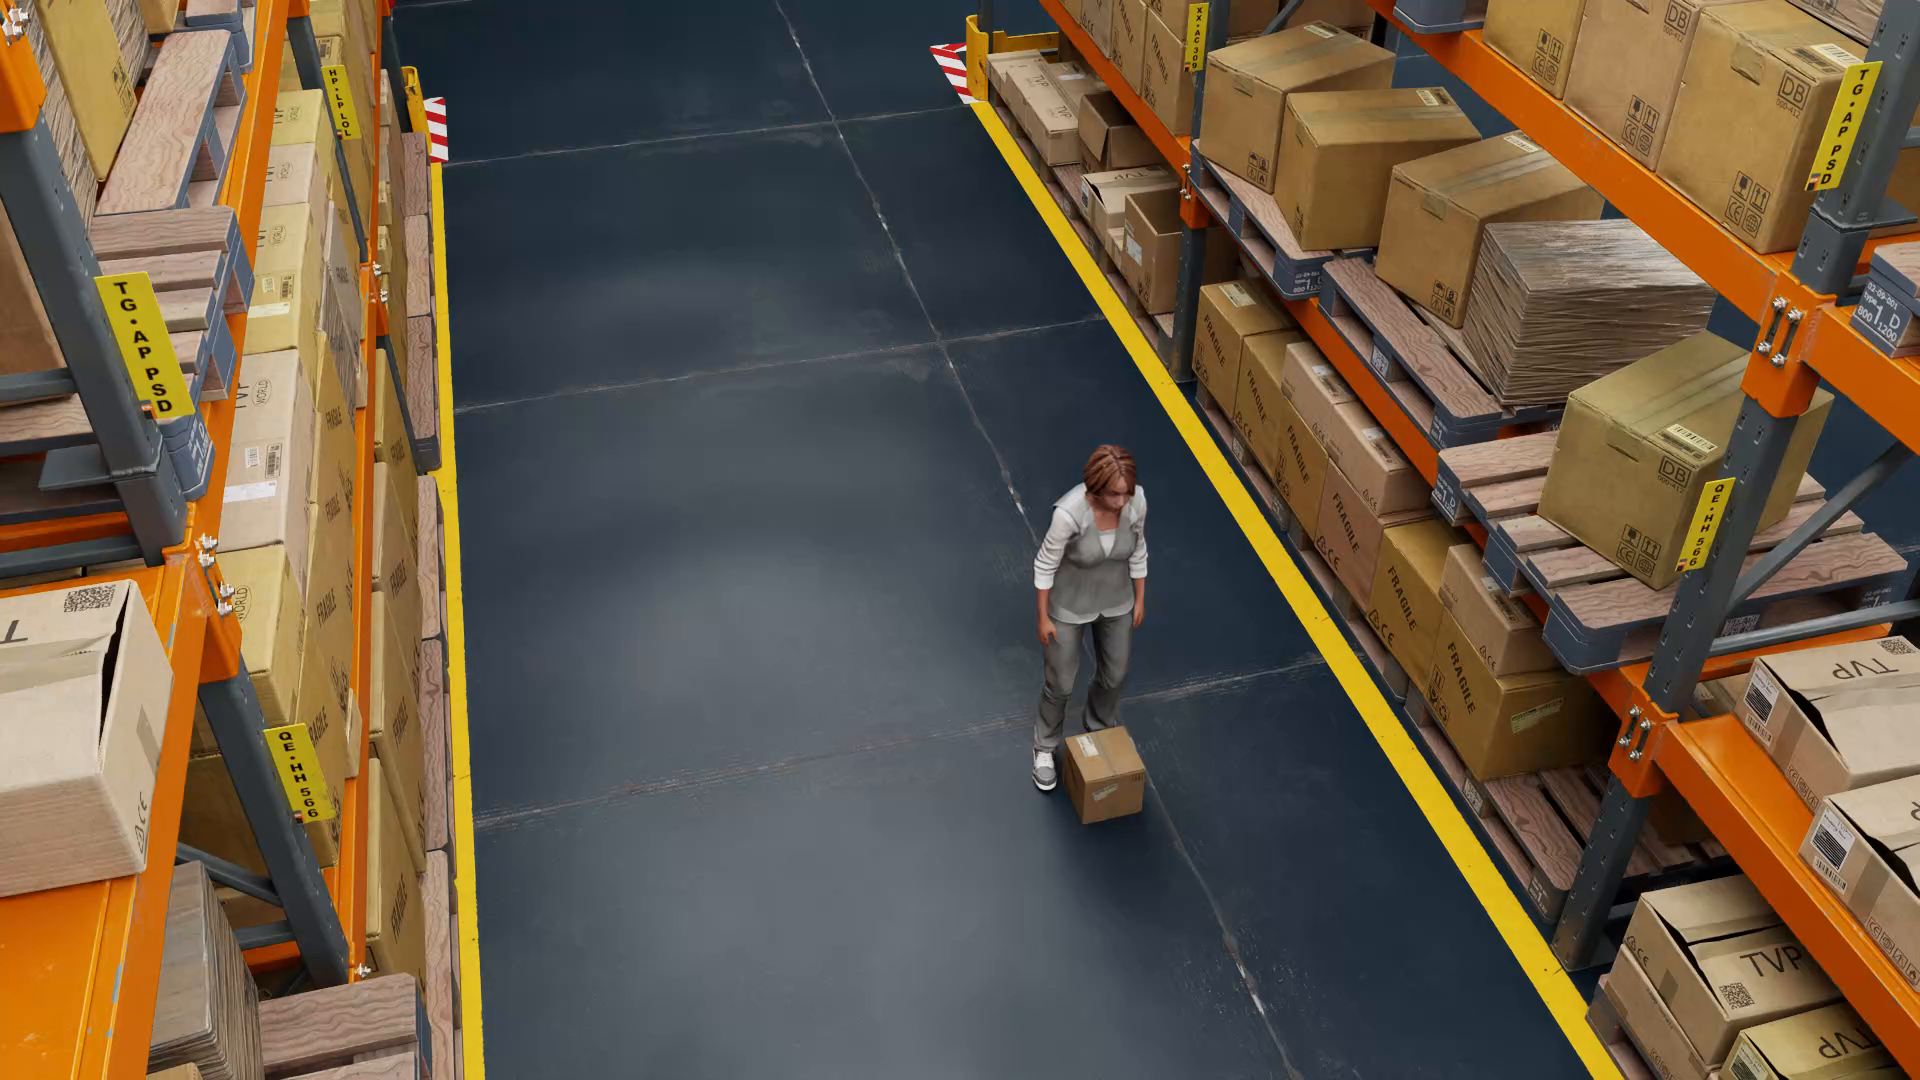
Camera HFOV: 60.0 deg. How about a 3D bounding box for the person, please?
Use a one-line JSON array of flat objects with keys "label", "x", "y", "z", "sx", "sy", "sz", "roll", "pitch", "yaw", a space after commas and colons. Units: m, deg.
[{"label": "person", "x": 0.499, "y": 0.271, "z": 6.384, "sx": 0.472, "sy": 1.592, "sz": 0.347, "roll": -11, "pitch": 40, "yaw": -14}]
